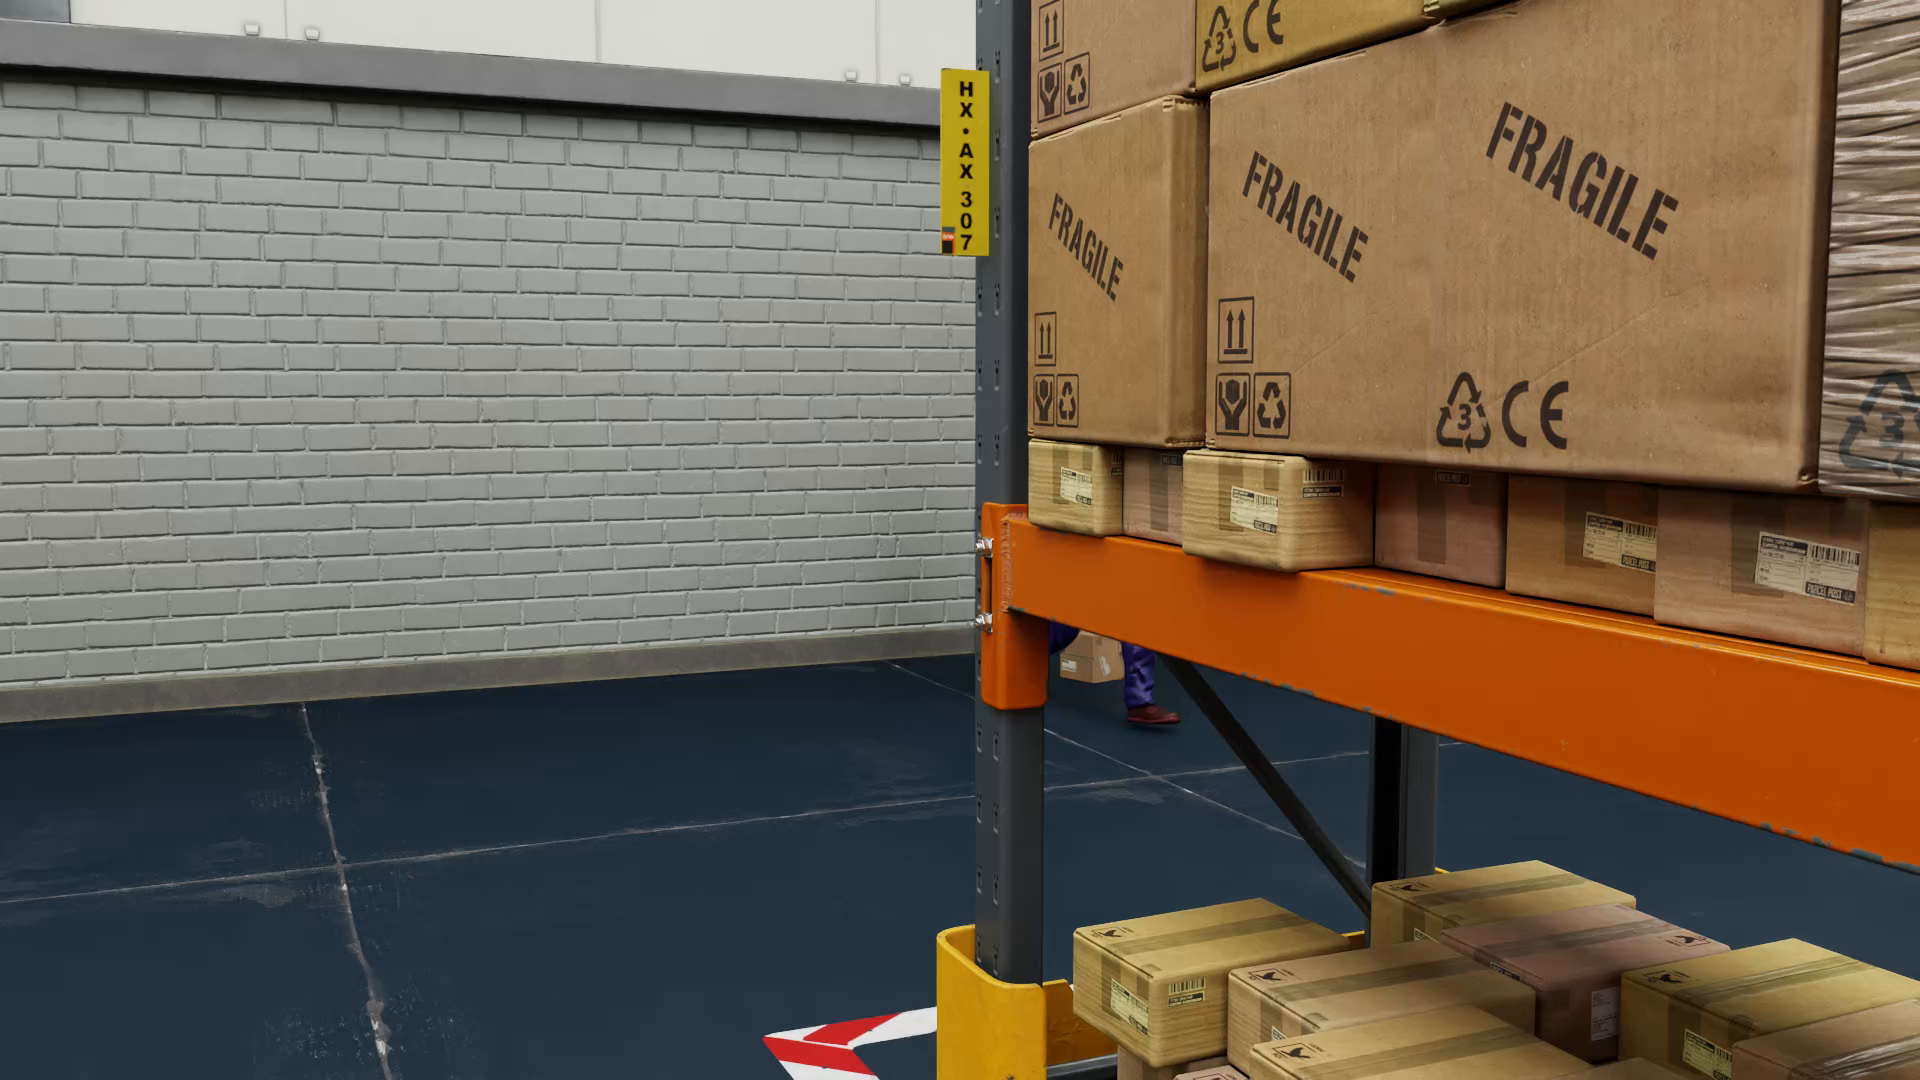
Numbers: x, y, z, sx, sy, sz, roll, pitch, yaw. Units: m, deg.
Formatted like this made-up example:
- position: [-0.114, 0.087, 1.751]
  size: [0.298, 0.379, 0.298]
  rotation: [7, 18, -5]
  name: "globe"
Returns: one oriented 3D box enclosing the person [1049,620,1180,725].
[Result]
- position: [0.590, 0.015, 7.559]
  size: [0.516, 1.586, 1.015]
  rotation: [-3, 6, -30]
  name: "person"
